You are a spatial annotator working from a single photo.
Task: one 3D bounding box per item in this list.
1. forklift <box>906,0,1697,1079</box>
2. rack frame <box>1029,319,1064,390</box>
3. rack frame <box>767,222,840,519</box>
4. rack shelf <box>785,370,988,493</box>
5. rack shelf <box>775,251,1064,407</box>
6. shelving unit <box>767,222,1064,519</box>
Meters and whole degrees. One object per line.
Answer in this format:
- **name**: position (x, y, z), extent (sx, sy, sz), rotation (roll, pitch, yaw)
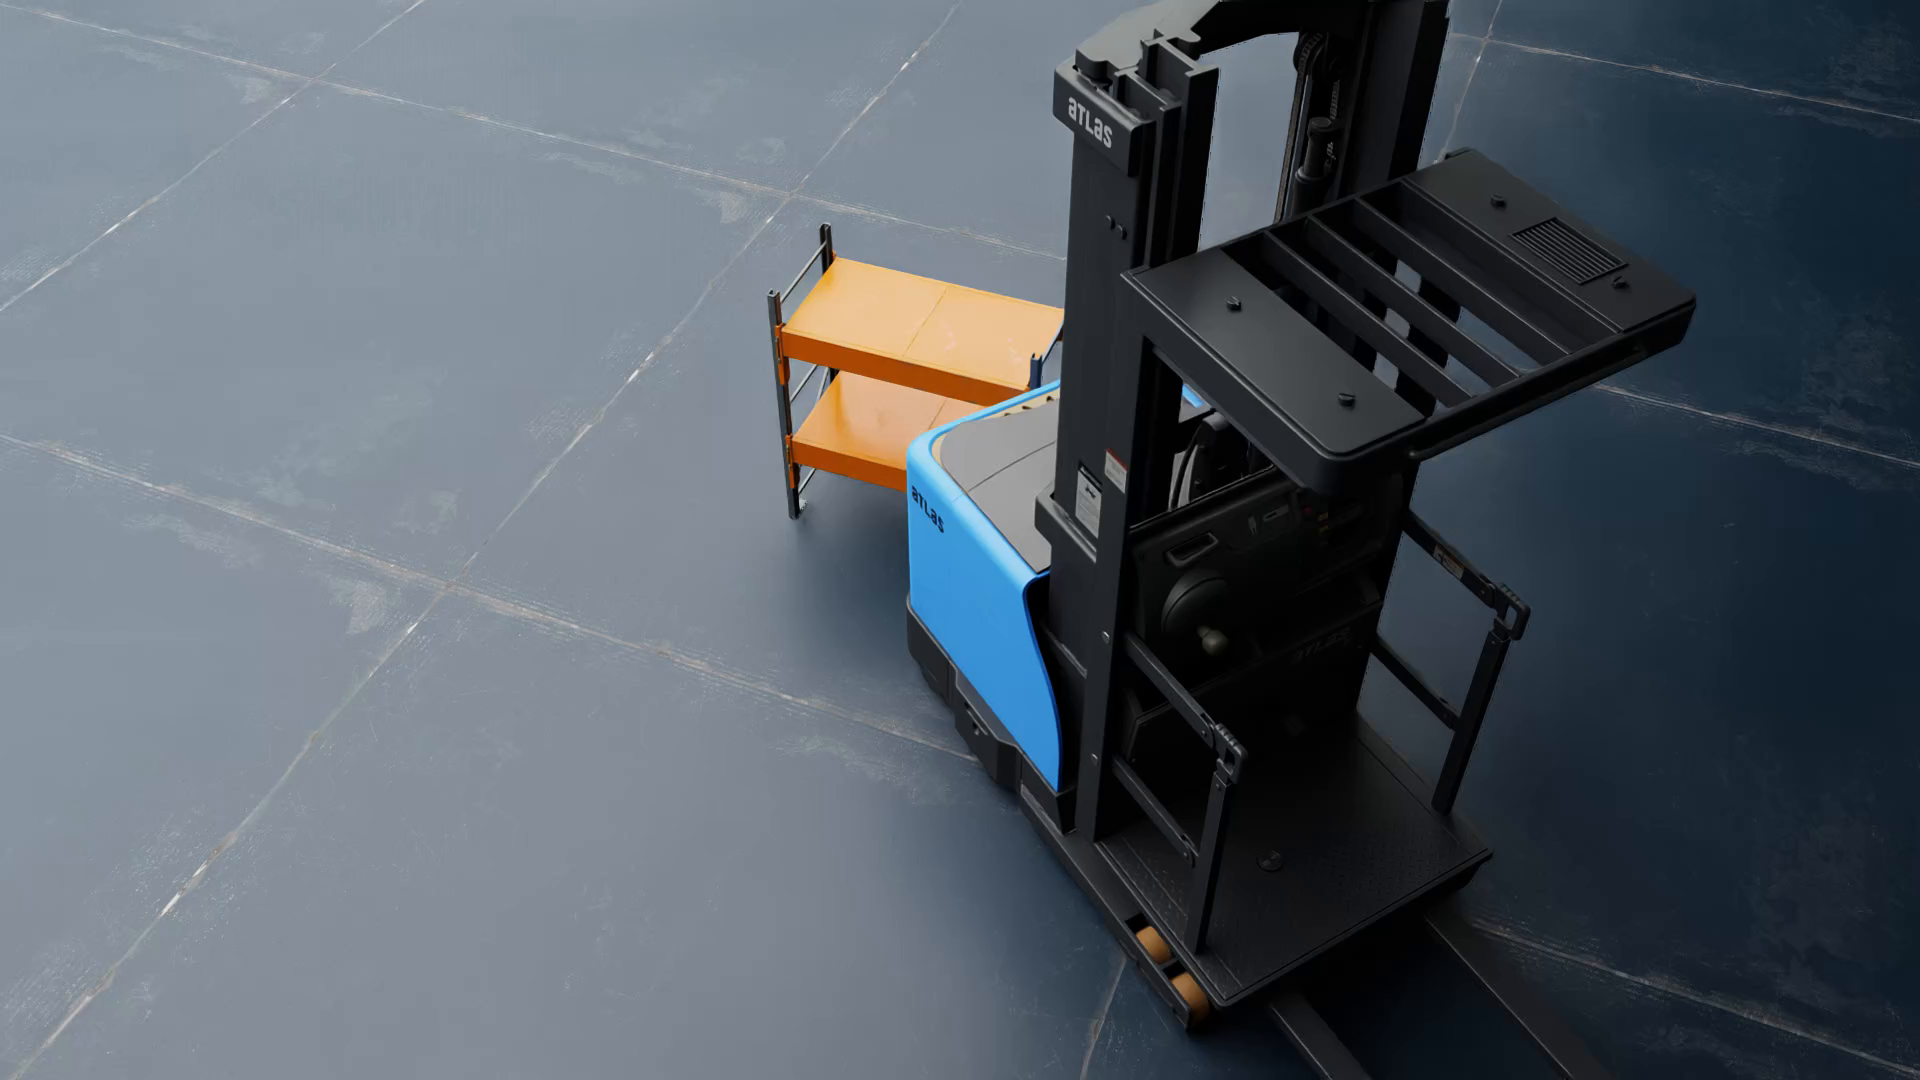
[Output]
- **forklift**: position (0.991, 0.102, 4.569), extent (1.130, 2.935, 3.031), rotation (-23, 49, -21)
- **rack frame**: position (0.348, -0.395, 6.349), extent (0.032, 1.125, 0.500), rotation (15, 47, 15)
- **rack frame**: position (-0.600, -0.654, 6.610), extent (0.032, 1.125, 0.500), rotation (15, 47, 15)
- **rack shelf**: position (-0.126, -0.351, 6.652), extent (1.000, 0.278, 0.538), rotation (15, 47, 15)
- **rack shelf**: position (-0.126, -0.732, 6.273), extent (1.000, 0.278, 0.538), rotation (15, 47, 15)
- **shelving unit**: position (-0.126, -0.524, 6.480), extent (1.048, 1.125, 0.538), rotation (15, 47, 15)
